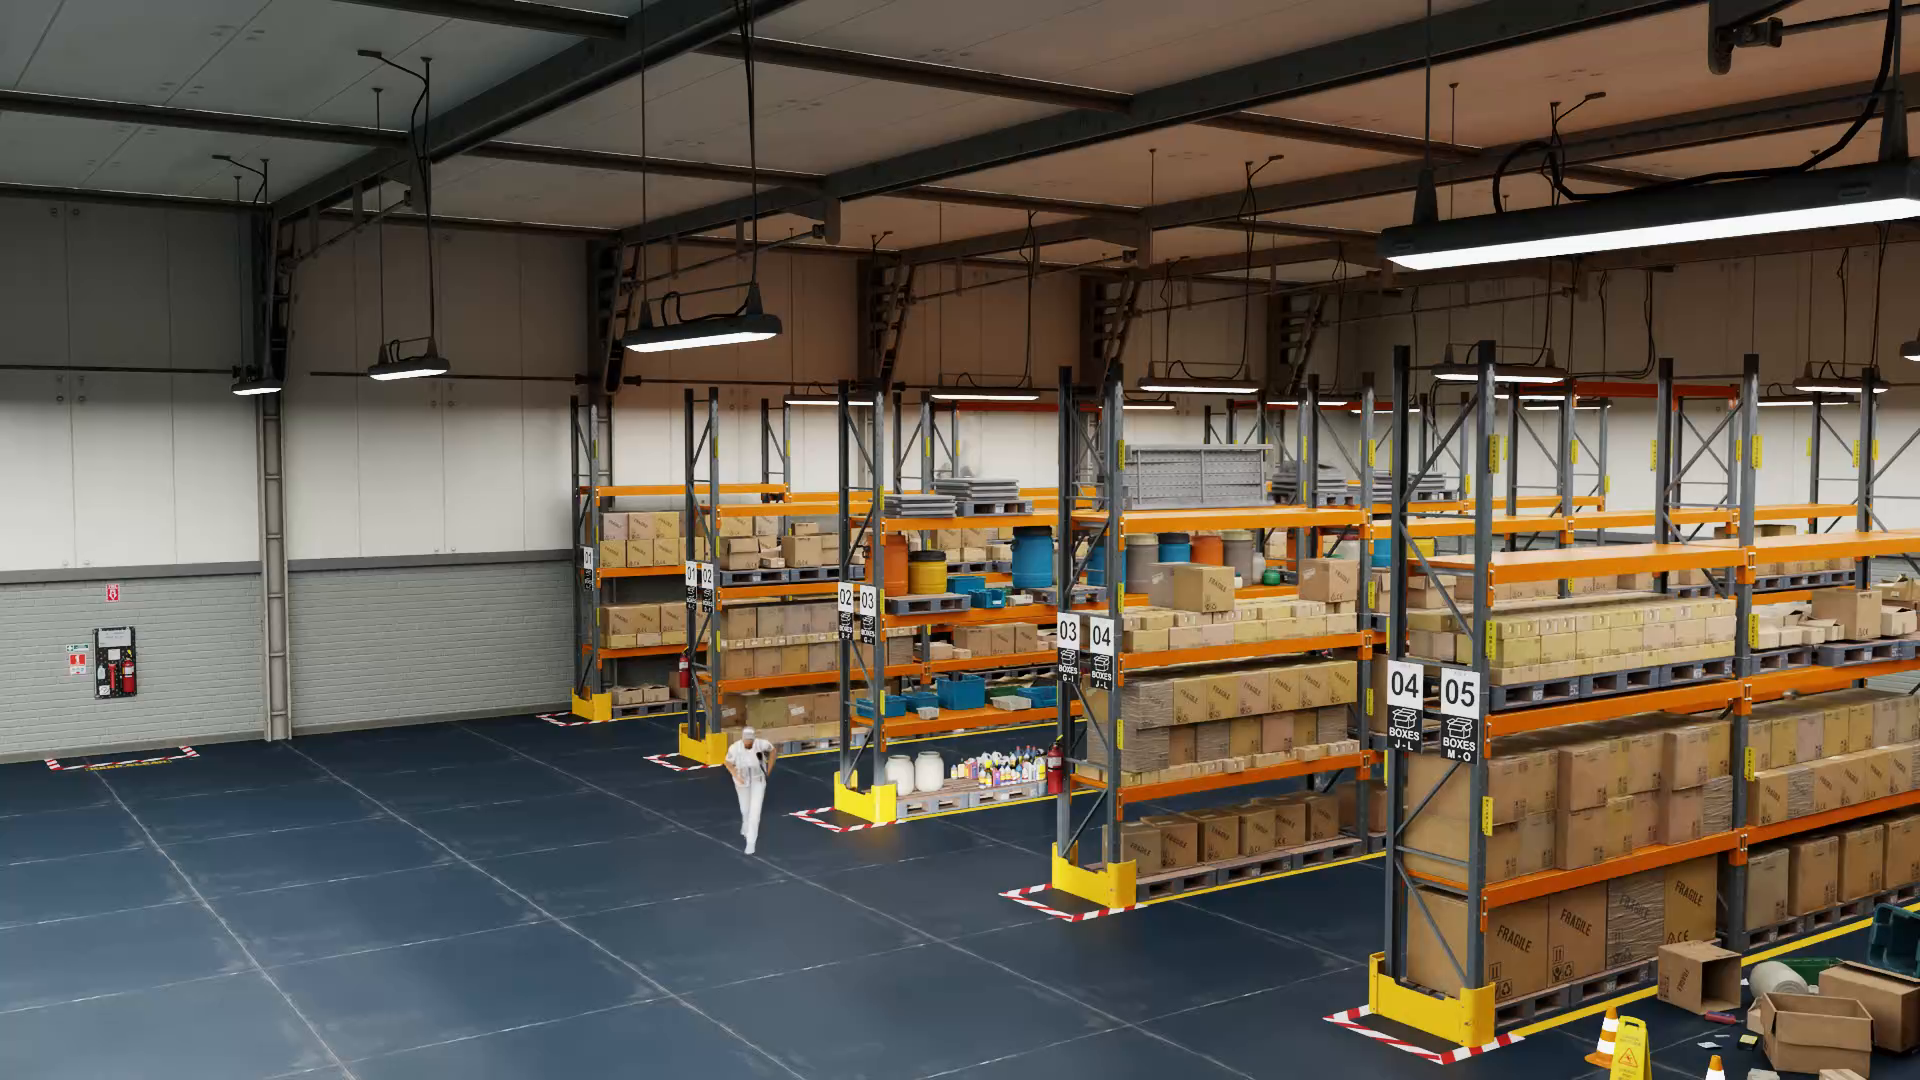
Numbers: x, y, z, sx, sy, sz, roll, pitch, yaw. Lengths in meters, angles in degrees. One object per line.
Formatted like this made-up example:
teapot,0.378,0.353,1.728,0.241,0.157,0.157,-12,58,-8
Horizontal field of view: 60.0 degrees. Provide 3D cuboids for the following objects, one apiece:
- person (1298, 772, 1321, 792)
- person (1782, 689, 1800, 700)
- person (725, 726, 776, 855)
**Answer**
person,5.003,2.946,23.813,0.538,1.586,0.790,3,5,41
person,11.770,2.914,23.630,0.539,1.651,0.590,-2,4,-34
person,-2.665,3.123,21.161,0.643,1.630,1.028,-1,3,-9
